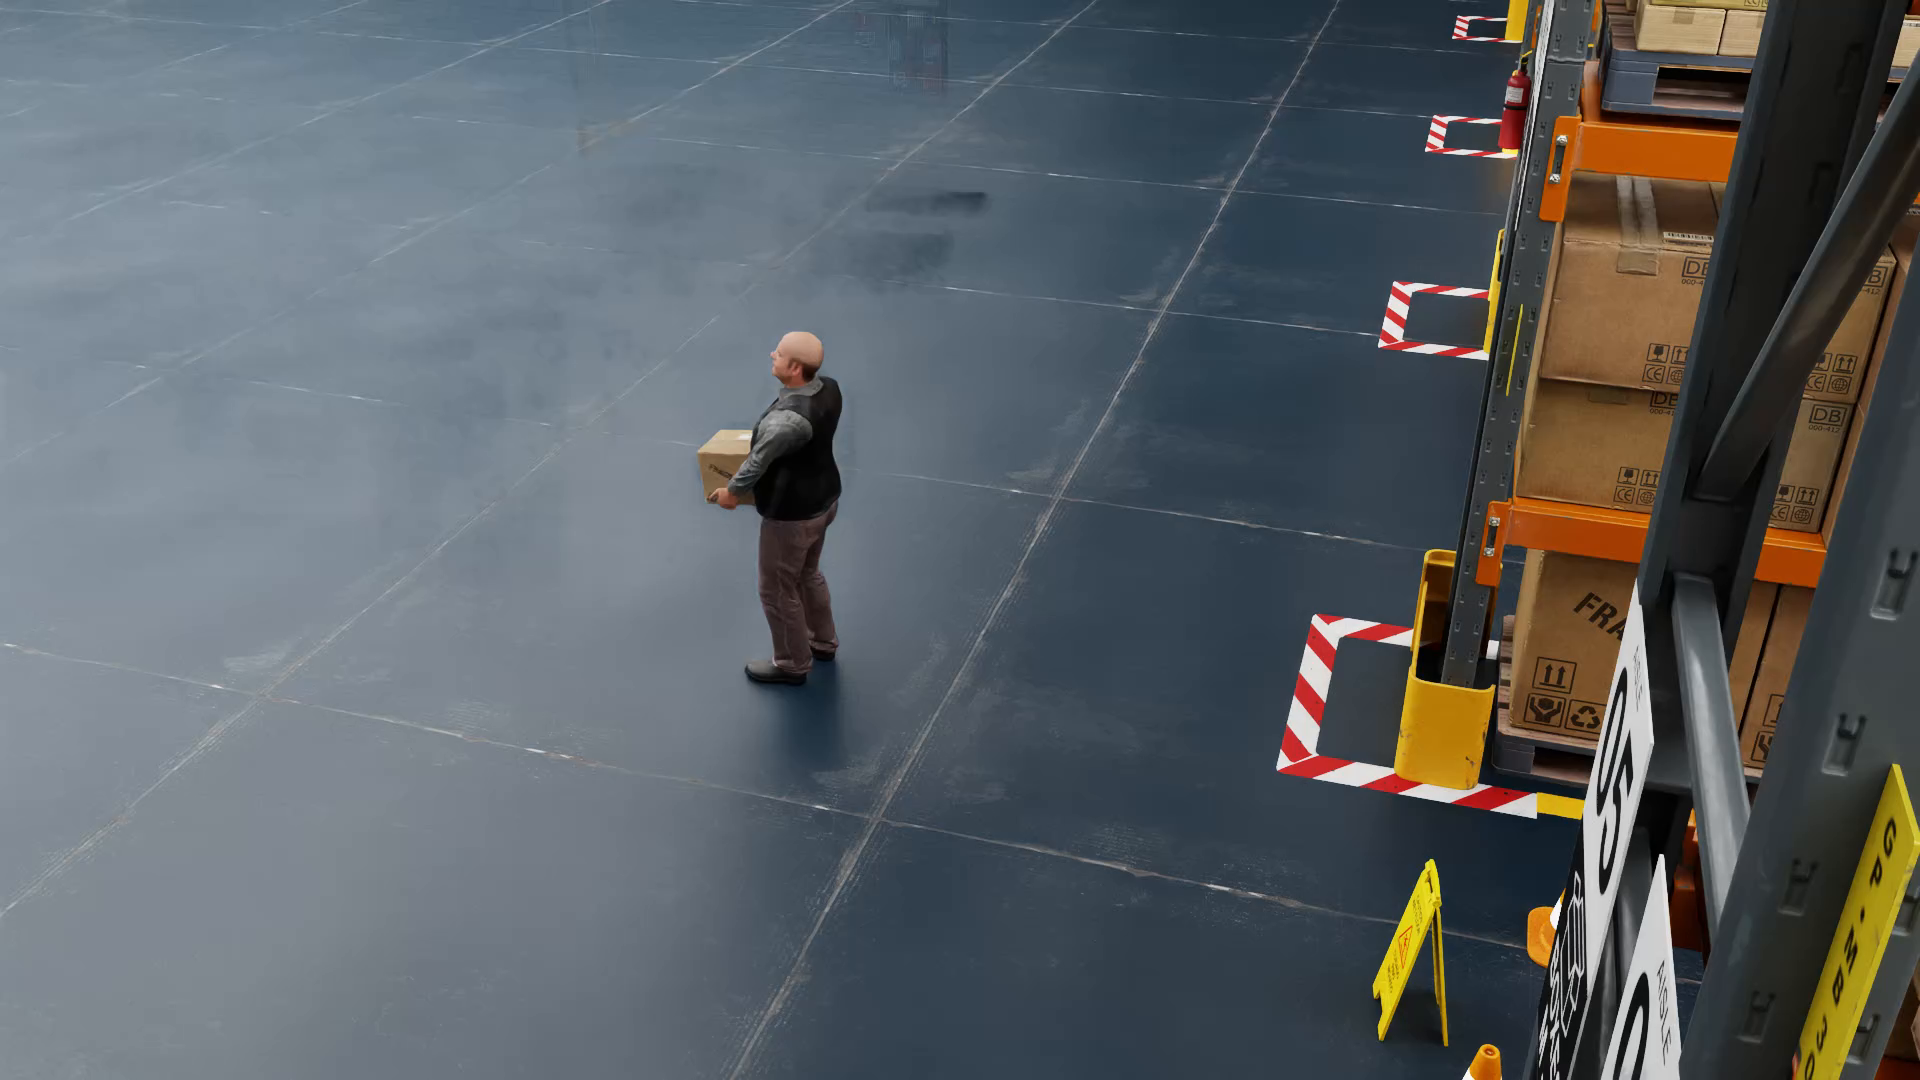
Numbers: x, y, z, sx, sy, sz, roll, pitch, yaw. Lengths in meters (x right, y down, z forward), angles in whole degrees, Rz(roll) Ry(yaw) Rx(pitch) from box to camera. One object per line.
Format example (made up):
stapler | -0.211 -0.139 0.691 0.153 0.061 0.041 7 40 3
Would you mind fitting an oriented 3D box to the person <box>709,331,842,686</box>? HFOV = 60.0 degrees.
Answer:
person | -0.814 -0.145 7.421 0.551 1.712 0.494 9 30 15
